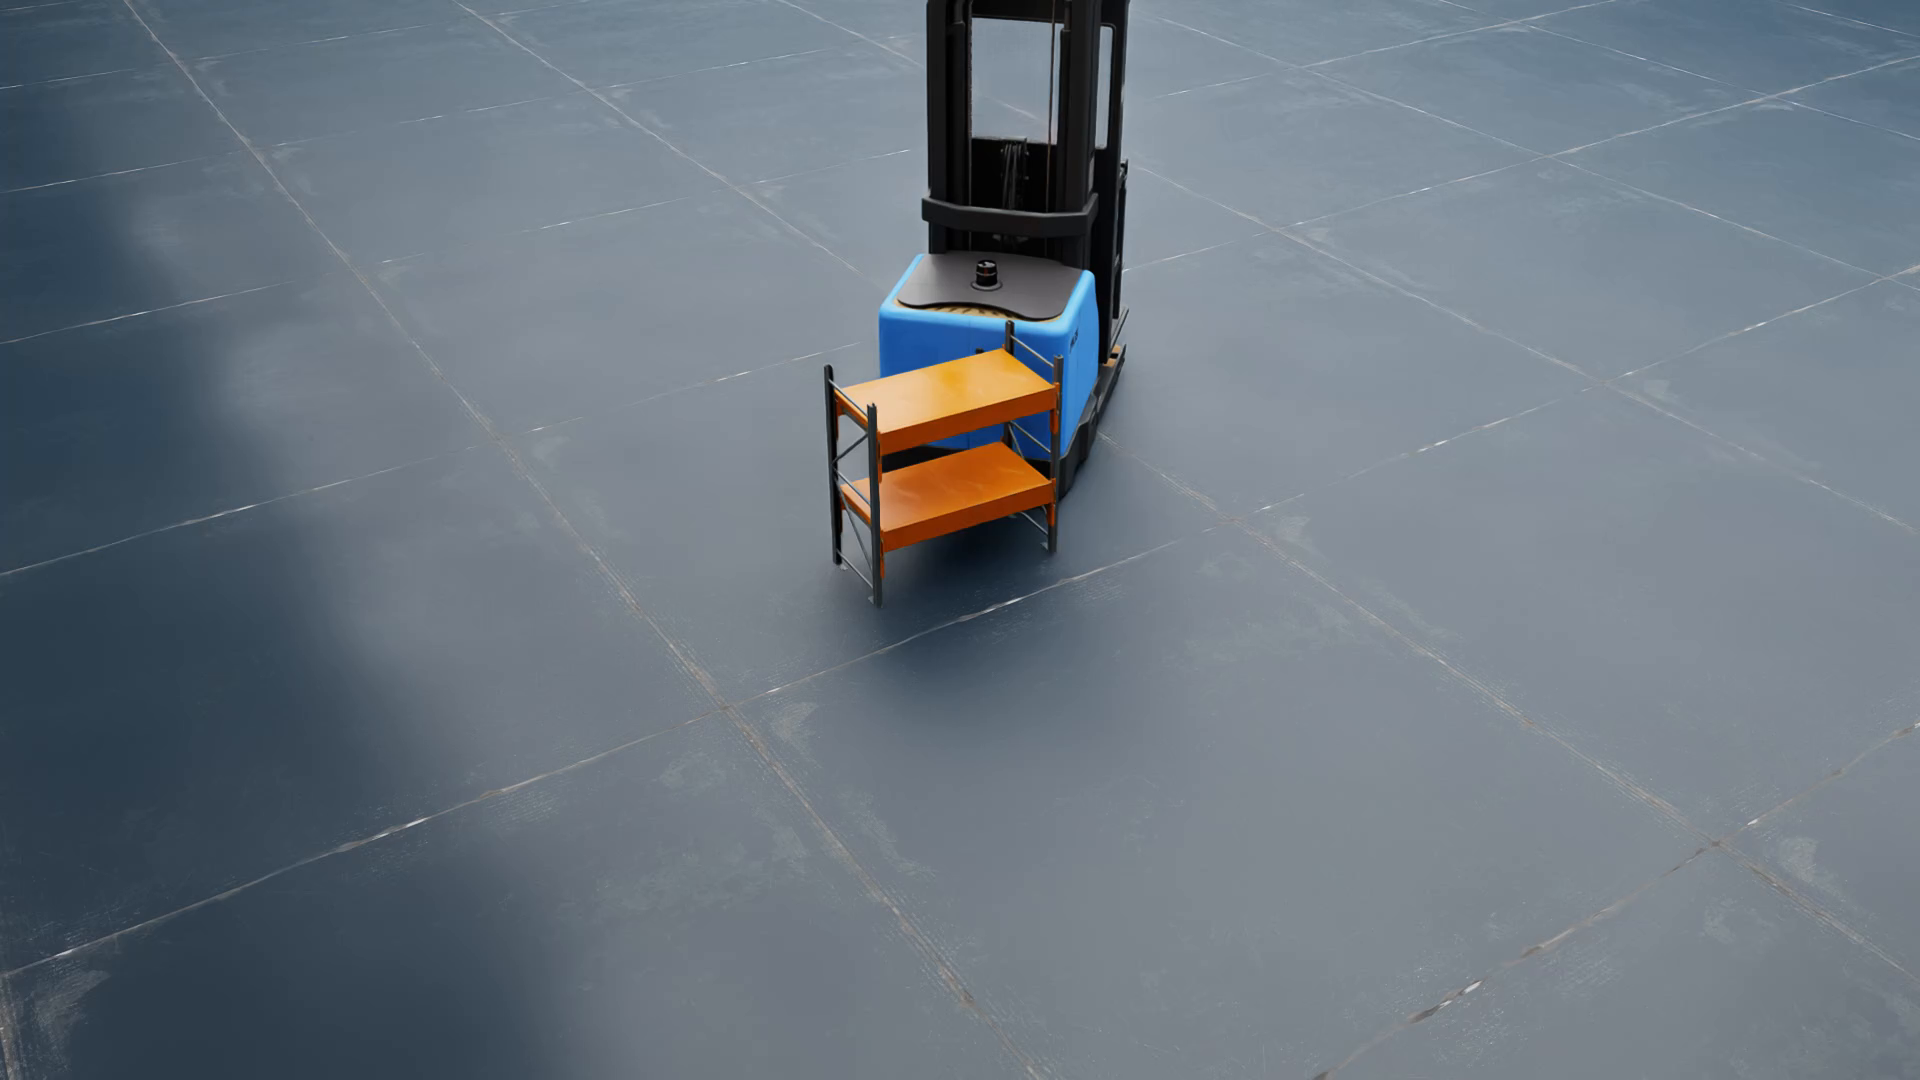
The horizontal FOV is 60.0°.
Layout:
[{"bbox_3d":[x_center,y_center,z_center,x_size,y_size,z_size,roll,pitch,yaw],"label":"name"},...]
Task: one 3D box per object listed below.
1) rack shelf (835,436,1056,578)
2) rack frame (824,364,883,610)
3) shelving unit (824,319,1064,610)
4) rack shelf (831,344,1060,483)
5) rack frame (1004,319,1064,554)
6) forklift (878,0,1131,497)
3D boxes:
[{"bbox_3d":[-0.076,-0.180,8.439,1.000,0.278,0.538,-17,36,-25],"label":"rack shelf"},{"bbox_3d":[-0.518,-0.252,8.095,0.032,1.125,0.500,-17,36,-25],"label":"rack frame"},{"bbox_3d":[-0.076,-0.387,8.308,1.048,1.125,0.538,-17,36,-25],"label":"shelving unit"},{"bbox_3d":[-0.076,-0.634,8.152,1.000,0.278,0.538,-17,36,-25],"label":"rack shelf"},{"bbox_3d":[0.366,-0.521,8.521,0.032,1.125,0.500,-17,36,-25],"label":"rack frame"},{"bbox_3d":[0.417,-2.236,9.548,1.130,2.935,3.031,8,33,12],"label":"forklift"}]
